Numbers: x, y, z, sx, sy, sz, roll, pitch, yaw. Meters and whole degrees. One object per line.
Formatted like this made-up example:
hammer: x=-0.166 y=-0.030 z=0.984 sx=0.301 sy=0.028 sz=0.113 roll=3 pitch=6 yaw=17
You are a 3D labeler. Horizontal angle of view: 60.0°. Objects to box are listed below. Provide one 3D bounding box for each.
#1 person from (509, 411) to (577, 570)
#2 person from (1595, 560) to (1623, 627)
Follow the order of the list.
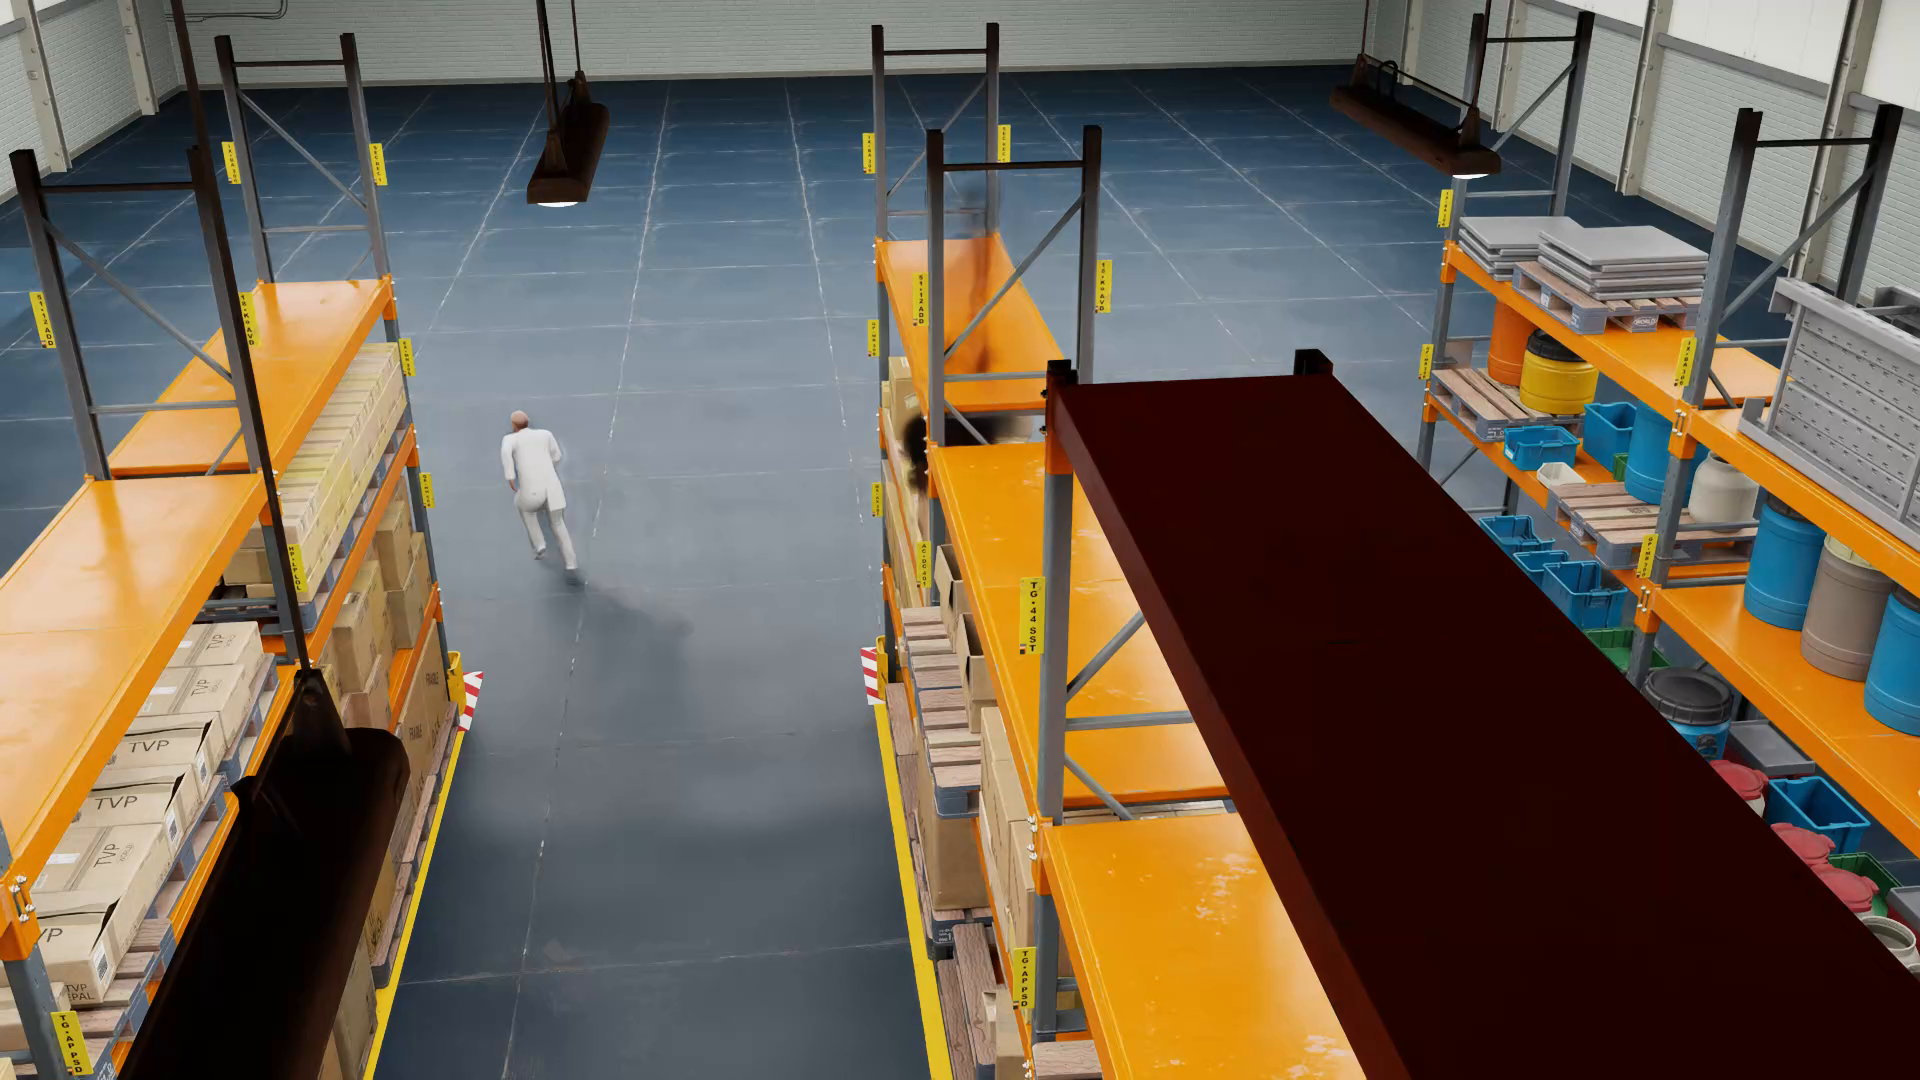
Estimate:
person: x=-4.436 y=-0.452 z=17.585 sx=0.714 sy=1.729 sz=1.072 roll=-20 pitch=32 yaw=-36
person: x=6.212 y=0.262 z=16.073 sx=0.599 sy=1.638 sz=0.639 roll=-15 pitch=29 yaw=-28
